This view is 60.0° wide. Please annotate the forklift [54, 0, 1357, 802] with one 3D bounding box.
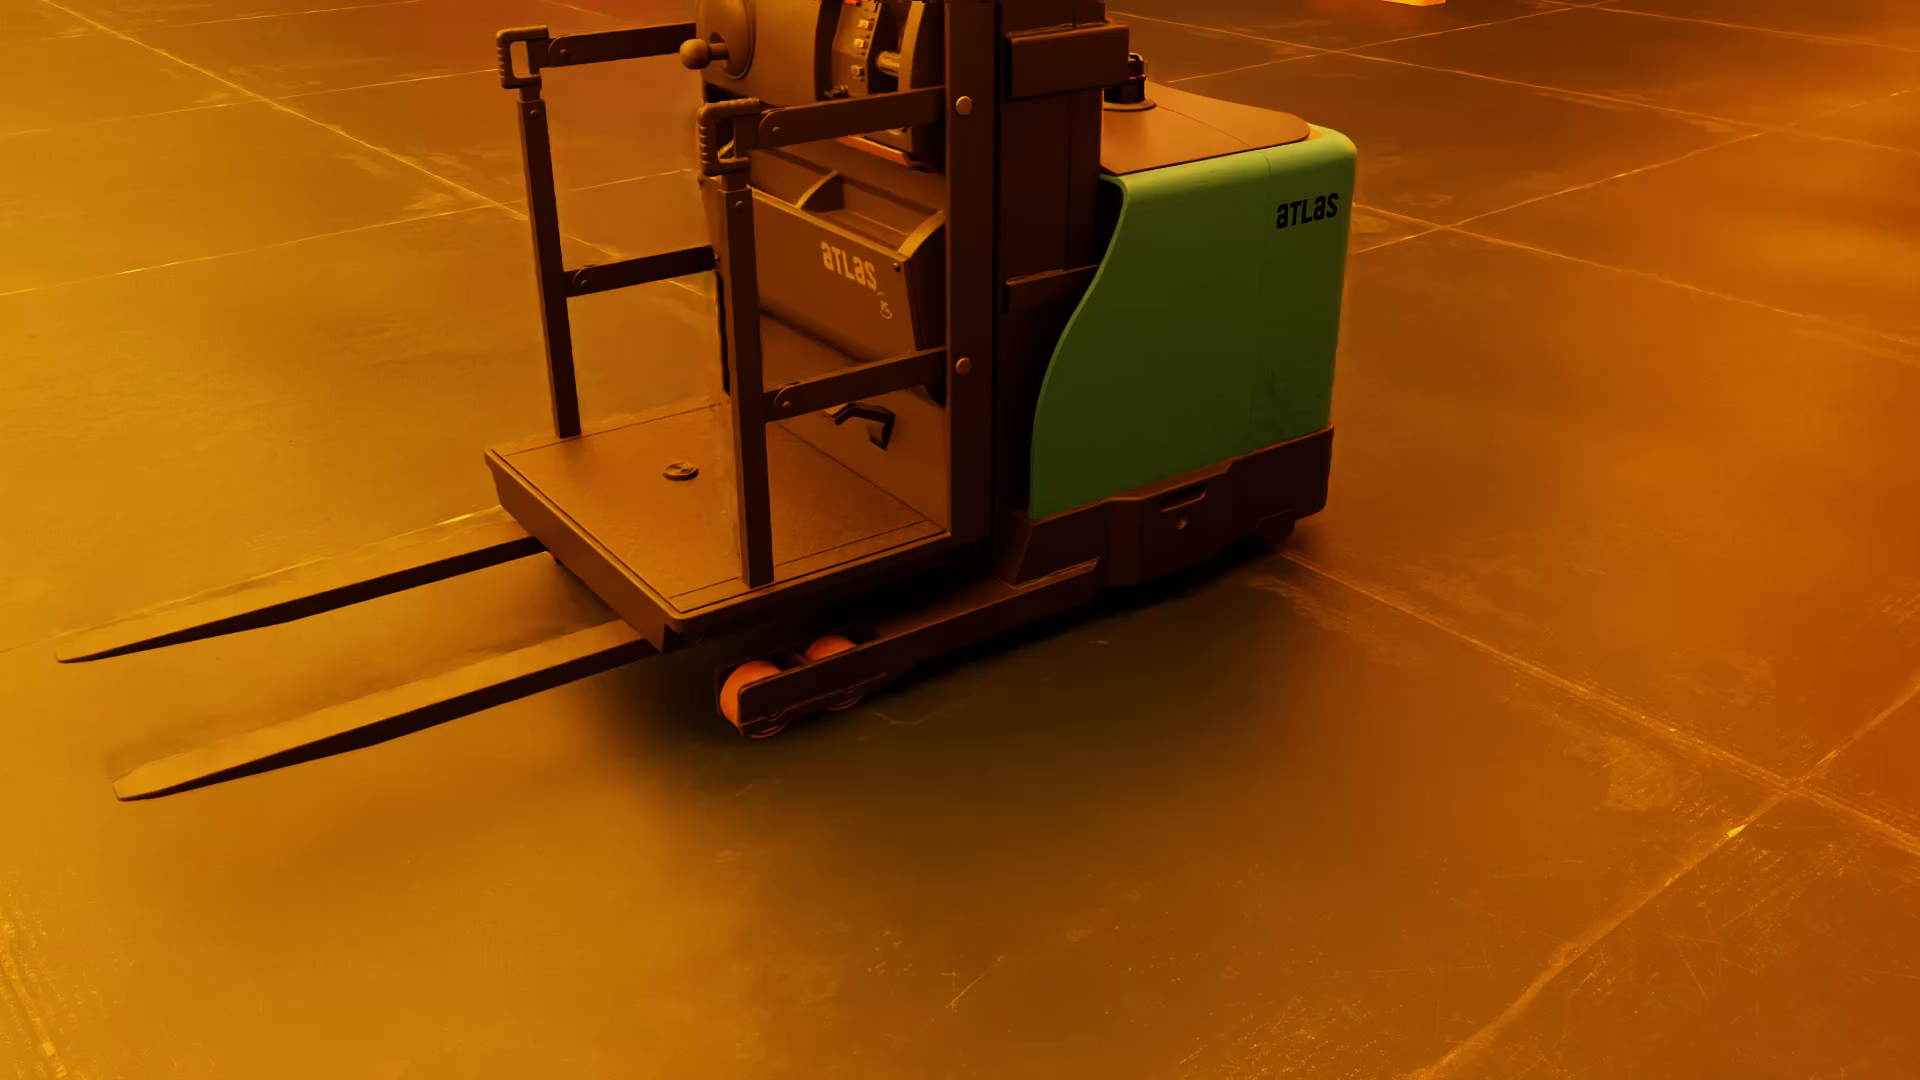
[{"bbox_3d":[-0.496,-1.148,3.516,3.031,2.935,1.130,-17,31,-31],"label":"forklift"}]
